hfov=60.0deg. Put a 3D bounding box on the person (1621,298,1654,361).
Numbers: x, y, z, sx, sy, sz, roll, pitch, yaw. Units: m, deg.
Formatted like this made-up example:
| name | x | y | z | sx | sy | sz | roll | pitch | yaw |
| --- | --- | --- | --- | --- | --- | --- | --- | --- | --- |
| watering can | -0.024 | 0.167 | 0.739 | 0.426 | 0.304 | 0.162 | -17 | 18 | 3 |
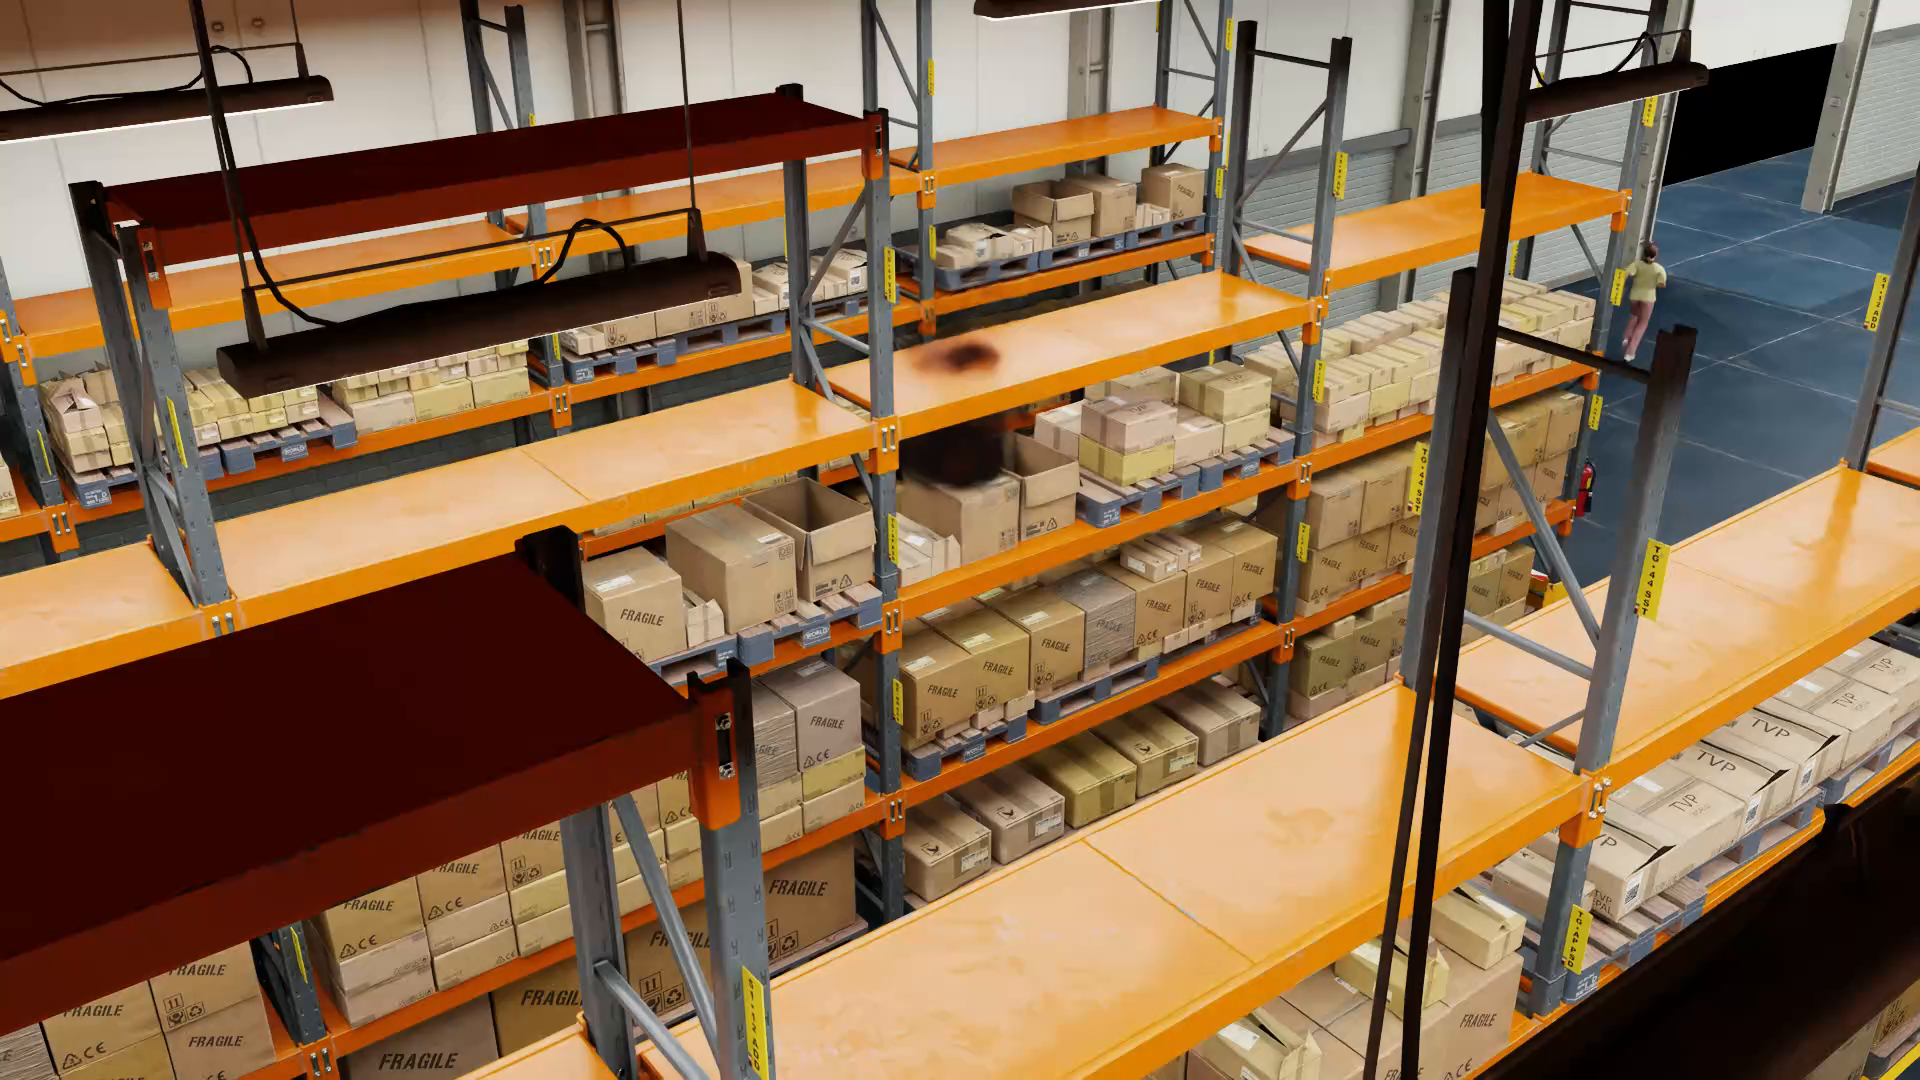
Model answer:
| name | x | y | z | sx | sy | sz | roll | pitch | yaw |
| --- | --- | --- | --- | --- | --- | --- | --- | --- | --- |
| person | 9.405 | -3.005 | 23.101 | 0.350 | 0.987 | 0.625 | 19 | 32 | 33 |
